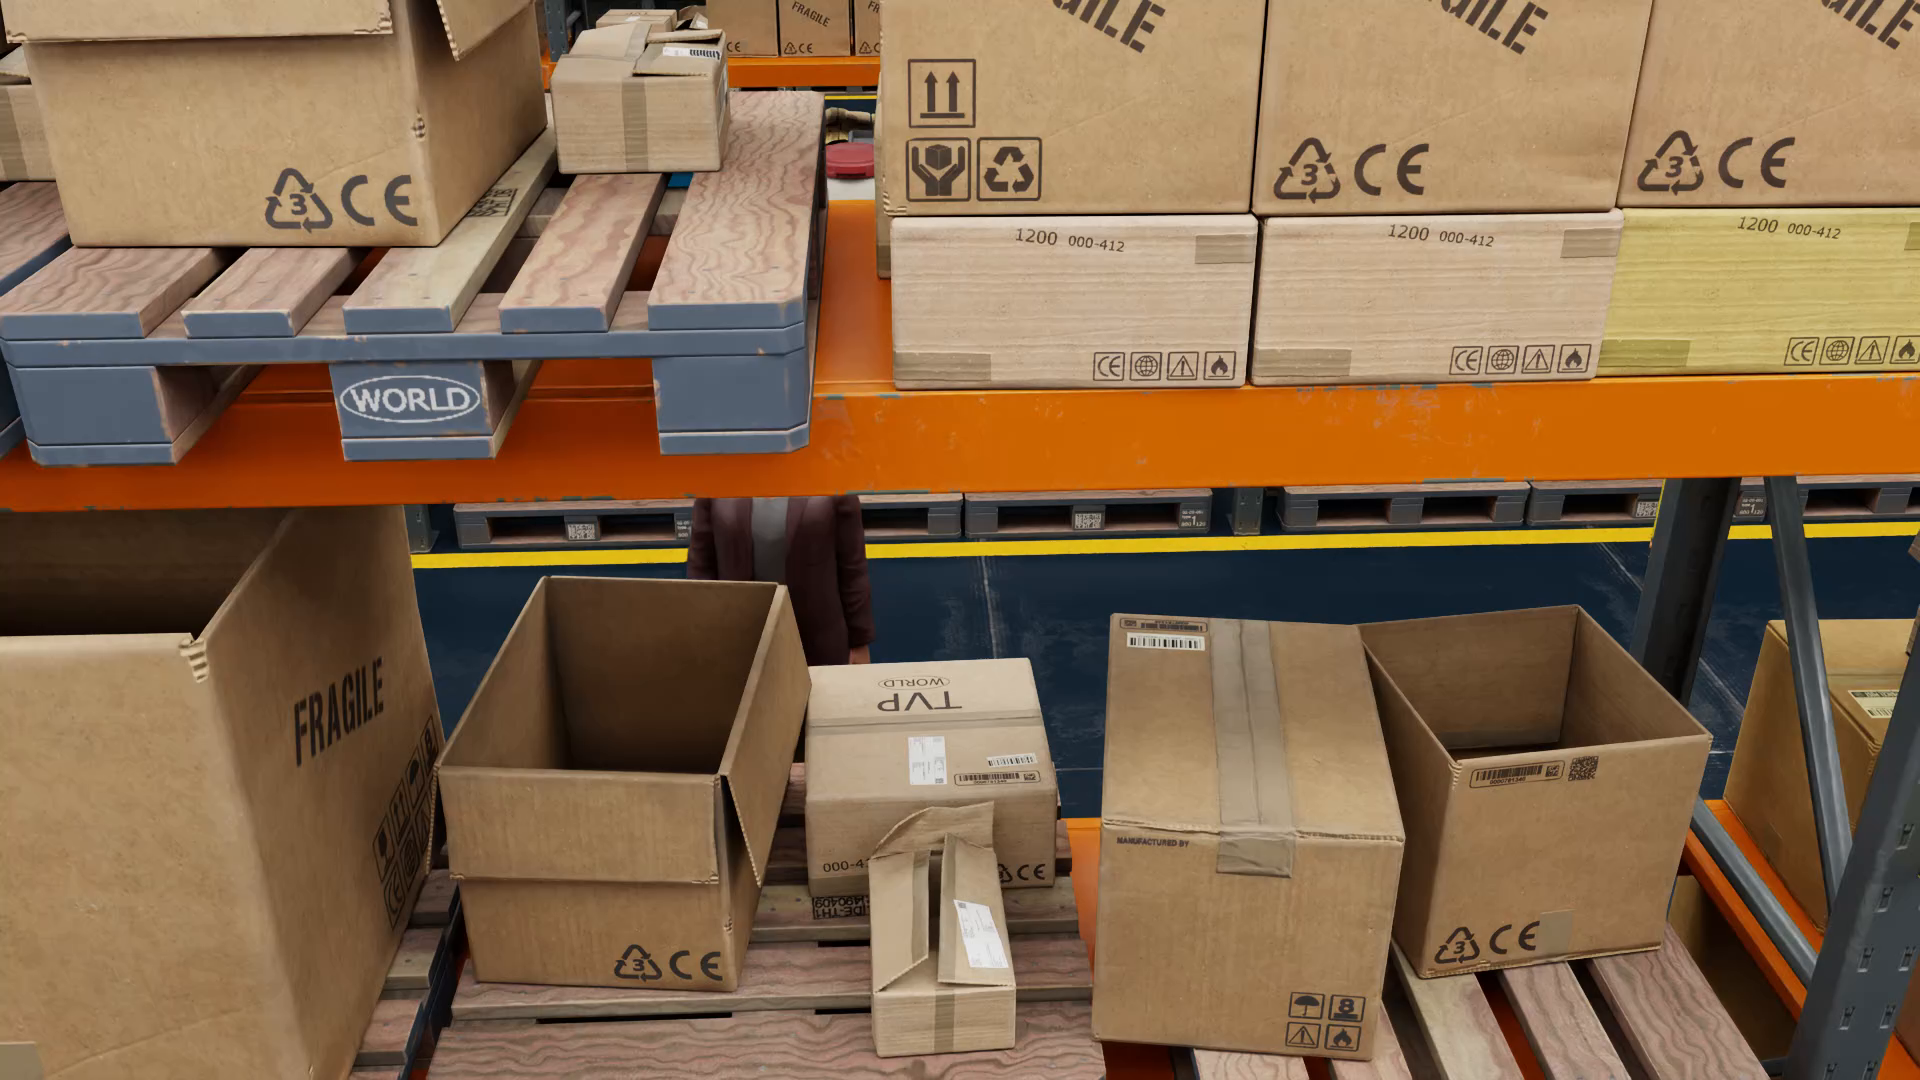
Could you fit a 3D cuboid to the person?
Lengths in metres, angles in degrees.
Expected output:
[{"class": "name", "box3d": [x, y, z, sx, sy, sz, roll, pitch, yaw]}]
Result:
[{"class": "person", "box3d": [-0.589, 0.337, 5.449, 0.631, 1.777, 0.540, 2, 27, 4]}]
